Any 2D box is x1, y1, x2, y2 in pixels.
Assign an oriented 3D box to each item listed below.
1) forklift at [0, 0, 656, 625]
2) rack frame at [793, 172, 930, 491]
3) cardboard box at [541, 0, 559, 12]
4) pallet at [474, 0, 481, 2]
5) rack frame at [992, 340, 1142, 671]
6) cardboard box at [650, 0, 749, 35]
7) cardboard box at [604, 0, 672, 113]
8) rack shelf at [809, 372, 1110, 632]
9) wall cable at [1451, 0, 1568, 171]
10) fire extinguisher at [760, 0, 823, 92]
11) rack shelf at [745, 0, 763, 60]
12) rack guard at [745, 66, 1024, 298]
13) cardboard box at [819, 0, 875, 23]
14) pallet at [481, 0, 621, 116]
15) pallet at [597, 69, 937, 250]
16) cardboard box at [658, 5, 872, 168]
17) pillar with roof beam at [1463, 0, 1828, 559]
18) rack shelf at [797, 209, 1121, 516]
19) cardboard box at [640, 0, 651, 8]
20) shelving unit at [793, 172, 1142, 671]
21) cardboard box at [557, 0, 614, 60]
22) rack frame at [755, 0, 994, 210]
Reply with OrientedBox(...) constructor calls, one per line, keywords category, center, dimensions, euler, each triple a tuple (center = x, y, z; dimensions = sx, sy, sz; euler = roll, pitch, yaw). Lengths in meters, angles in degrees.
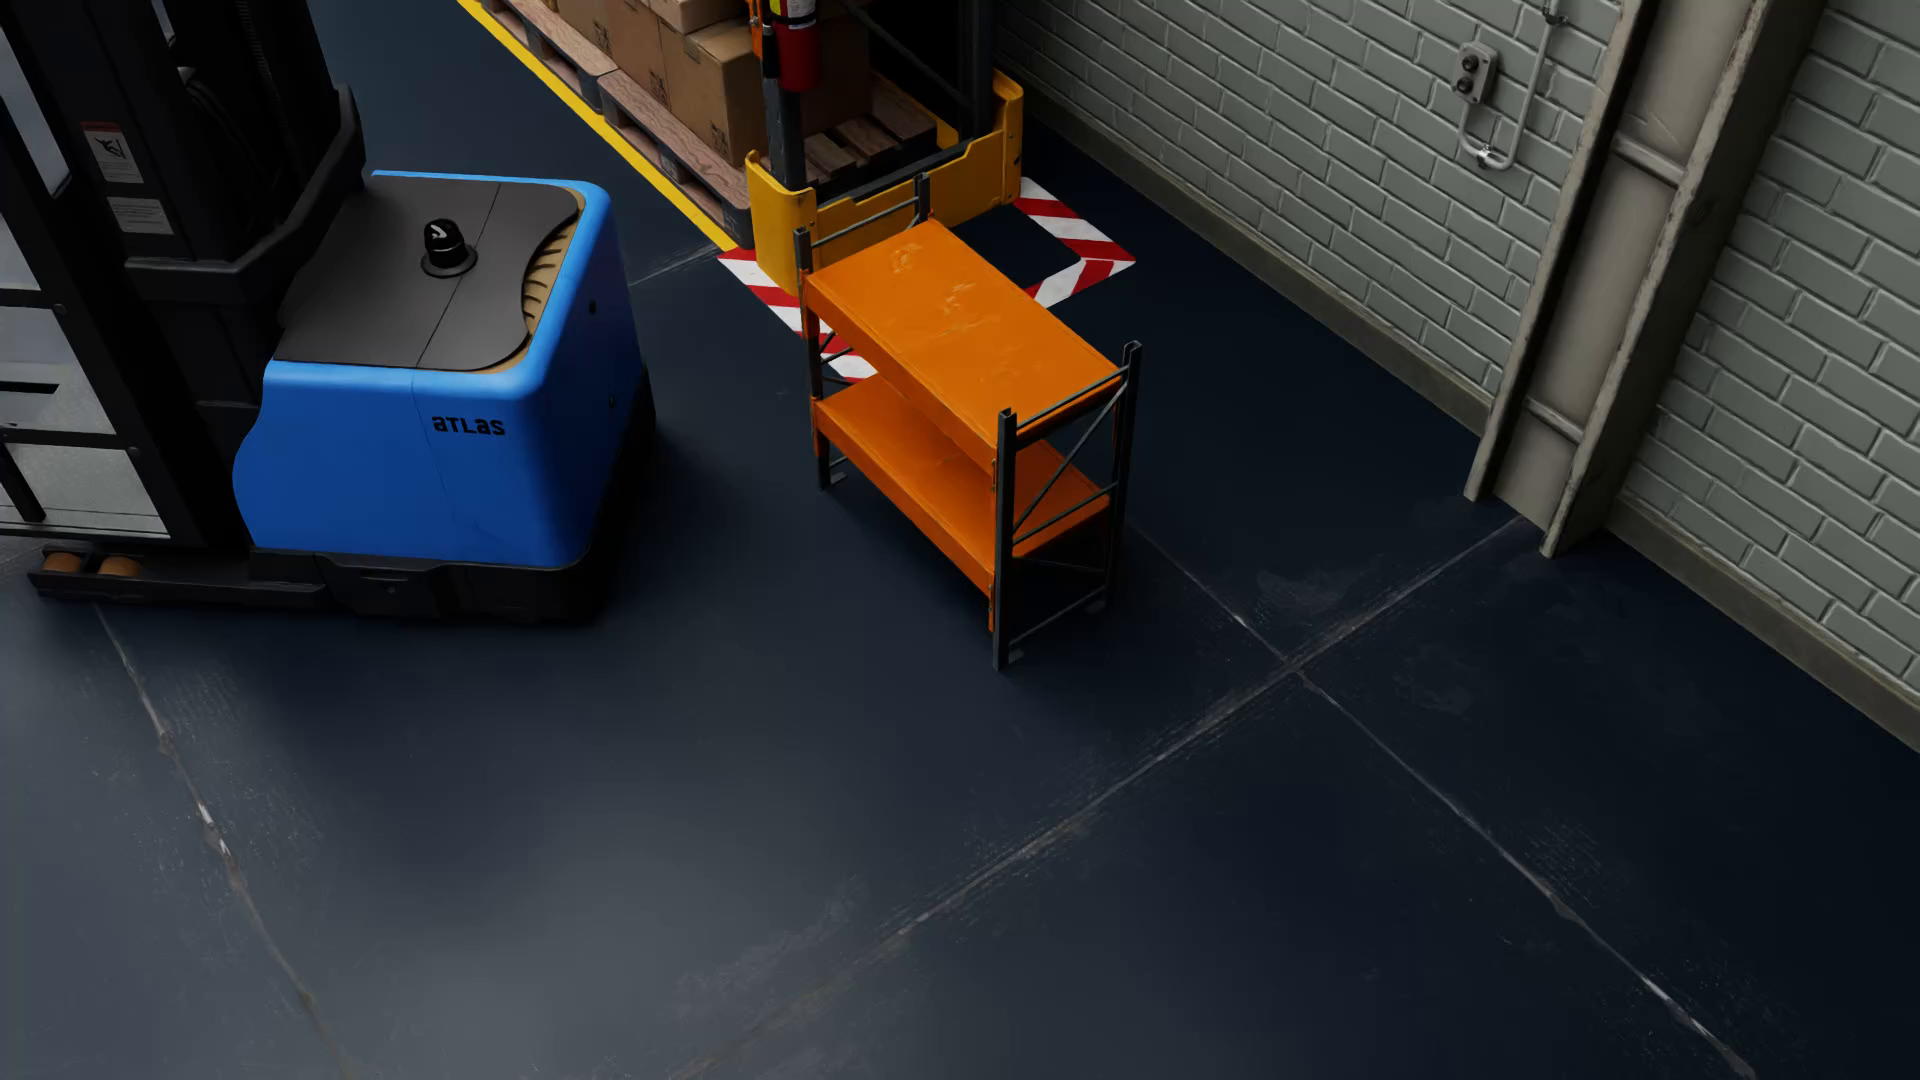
OrientedBox(category="forklift", center=(-2.653, -1.159, 4.823), dimensions=(3.031, 2.935, 1.130), euler=(4, 48, 3))
OrientedBox(category="rack frame", center=(-0.304, -0.674, 5.601), dimensions=(0.500, 1.125, 0.032), euler=(-29, 54, -24))
OrientedBox(category="cardboard box", center=(-1.740, -2.900, 7.758), dimensions=(0.700, 0.500, 0.500), euler=(-28, 54, -23))
OrientedBox(category="pallet", center=(-2.324, -3.267, 8.569), dimensions=(1.003, 0.211, 1.213), euler=(-29, 54, -24))
OrientedBox(category="rack frame", center=(0.312, -0.074, 5.058), dimensions=(0.500, 1.125, 0.032), euler=(-29, 54, -24))
OrientedBox(category="cardboard box", center=(-1.026, -2.210, 6.694), dimensions=(0.380, 0.149, 0.250), euler=(-30, 54, -24))
OrientedBox(category="cardboard box", center=(-1.106, -2.293, 7.208), dimensions=(0.700, 0.500, 0.500), euler=(-30, 54, -24))
OrientedBox(category="rack shelf", center=(0.004, -0.210, 5.511), dimensions=(0.538, 0.278, 1.000), euler=(-29, 54, -24))
OrientedBox(category="wall cable", center=(1.228, -2.339, 5.160), dimensions=(0.084, 1.984, 1.851), euler=(-29, 54, -24))
OrientedBox(category="fire extinguisher", center=(-0.576, -1.881, 5.735), dimensions=(0.296, 0.674, 0.183), euler=(-29, 54, -24))
OrientedBox(category="rack shelf", center=(-1.511, -3.266, 7.172), dimensions=(1.077, 0.370, 4.000), euler=(-29, 54, -24))
OrientedBox(category="rack guard", center=(-0.285, -1.475, 6.750), dimensions=(1.175, 0.500, 0.348), euler=(-29, 54, -24))
OrientedBox(category="cardboard box", center=(-0.568, -2.232, 6.714), dimensions=(0.380, 0.149, 0.250), euler=(-29, 54, -24))
OrientedBox(category="pallet", center=(-1.581, -2.547, 7.917), dimensions=(1.003, 0.211, 1.213), euler=(-29, 54, -24))
OrientedBox(category="pallet", center=(-0.846, -1.828, 7.265), dimensions=(1.003, 0.211, 1.213), euler=(-29, 54, -24))
OrientedBox(category="cardboard box", center=(-0.803, -1.998, 6.940), dimensions=(0.700, 0.500, 0.500), euler=(-29, 54, -24))
OrientedBox(category="pillar with roof beam", center=(-1.403, -1.208, 0.771), dimensions=(9.100, 9.000, 0.400), euler=(-29, 54, -24))
OrientedBox(category="rack shelf", center=(0.004, -0.570, 5.113), dimensions=(0.538, 0.278, 1.000), euler=(-29, 54, -24))
OrientedBox(category="cardboard box", center=(-1.181, -2.360, 6.831), dimensions=(0.380, 0.149, 0.250), euler=(-28, 54, -23))
OrientedBox(category="shelving unit", center=(0.004, -0.374, 5.330), dimensions=(0.538, 1.125, 1.048), euler=(-29, 54, -24))
OrientedBox(category="cardboard box", center=(-1.411, -2.589, 7.476), dimensions=(0.700, 0.500, 0.500), euler=(-31, 55, -25))
OrientedBox(category="rack frame", center=(-0.300, -2.328, 5.836), dimensions=(1.000, 3.000, 0.127), euler=(-29, 54, -24))
